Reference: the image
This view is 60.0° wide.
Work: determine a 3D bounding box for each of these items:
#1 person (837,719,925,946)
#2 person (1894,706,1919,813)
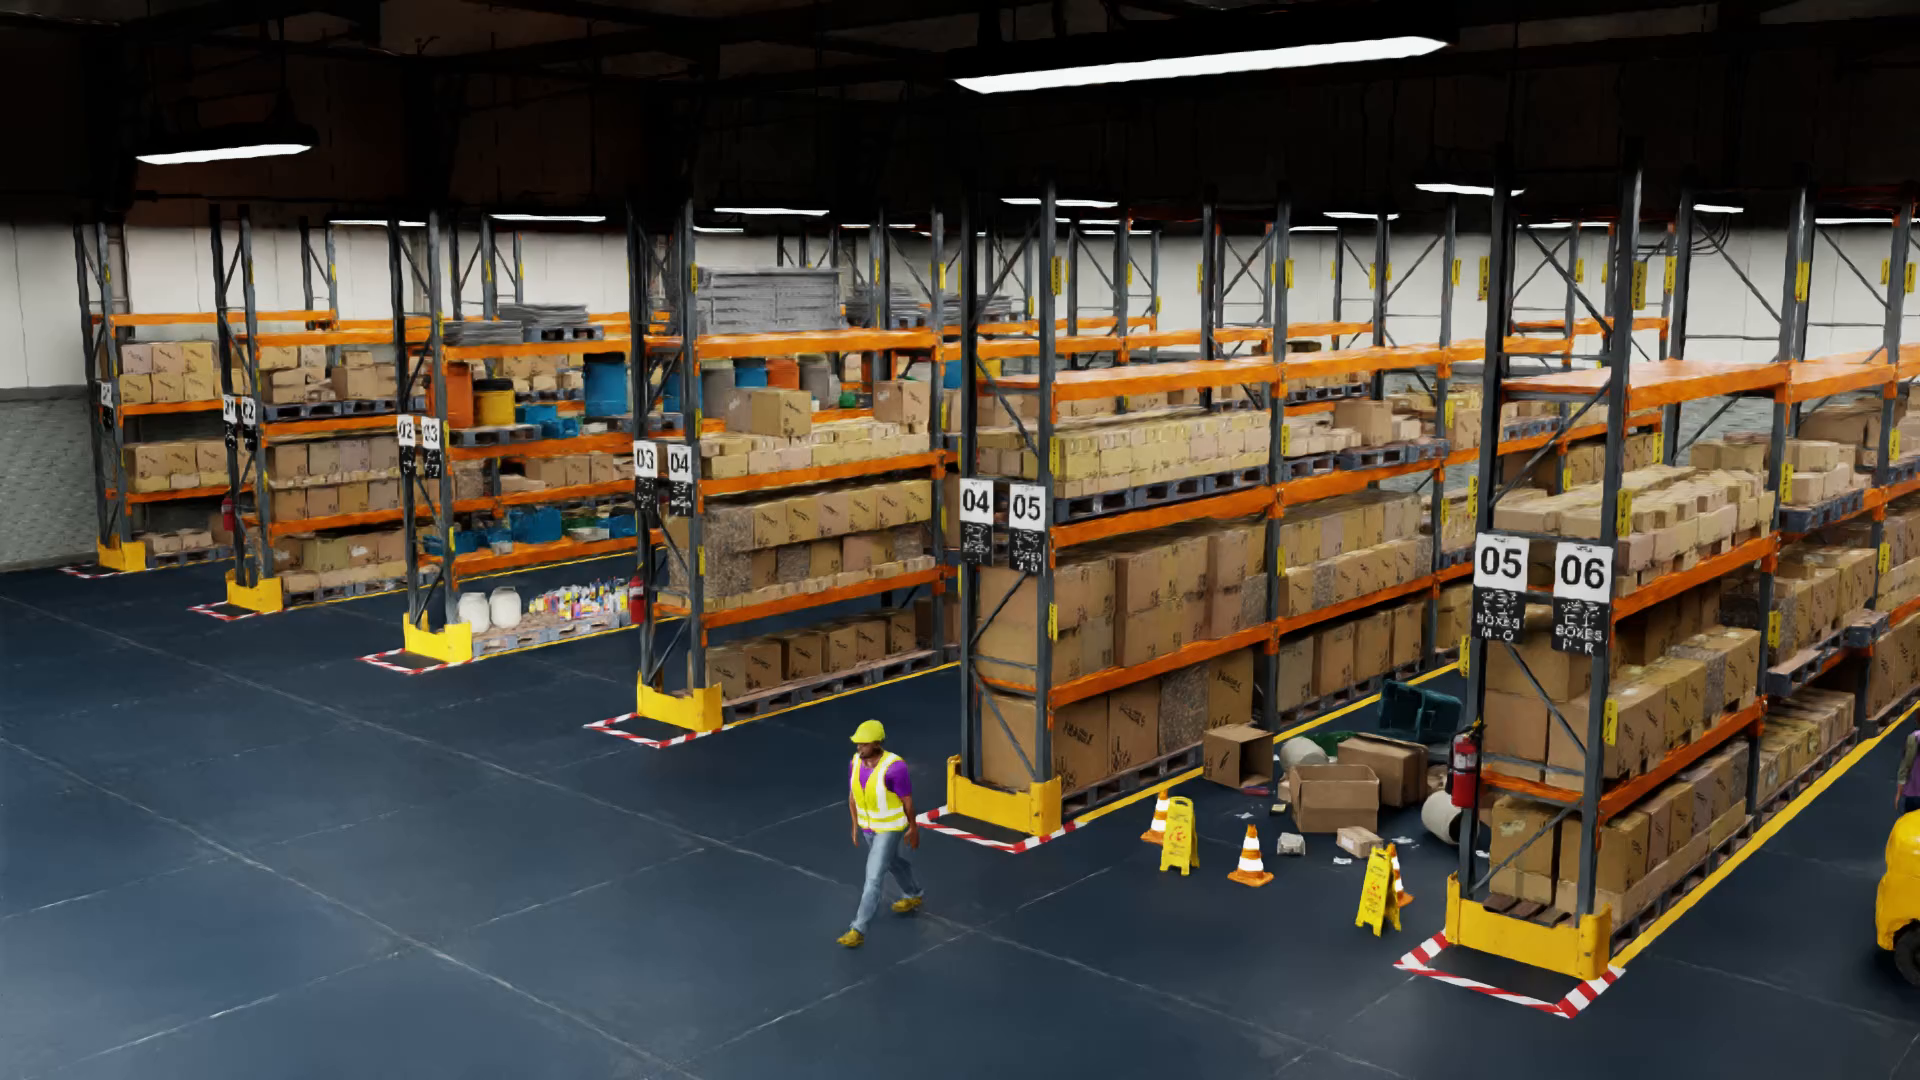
[{"bbox_3d":[-0.657,2.203,12.900,0.577,1.691,1.121,9,13,43],"label":"person"},{"bbox_3d":[7.952,2.112,13.754,0.522,1.581,0.515,-3,10,-17],"label":"person"}]
